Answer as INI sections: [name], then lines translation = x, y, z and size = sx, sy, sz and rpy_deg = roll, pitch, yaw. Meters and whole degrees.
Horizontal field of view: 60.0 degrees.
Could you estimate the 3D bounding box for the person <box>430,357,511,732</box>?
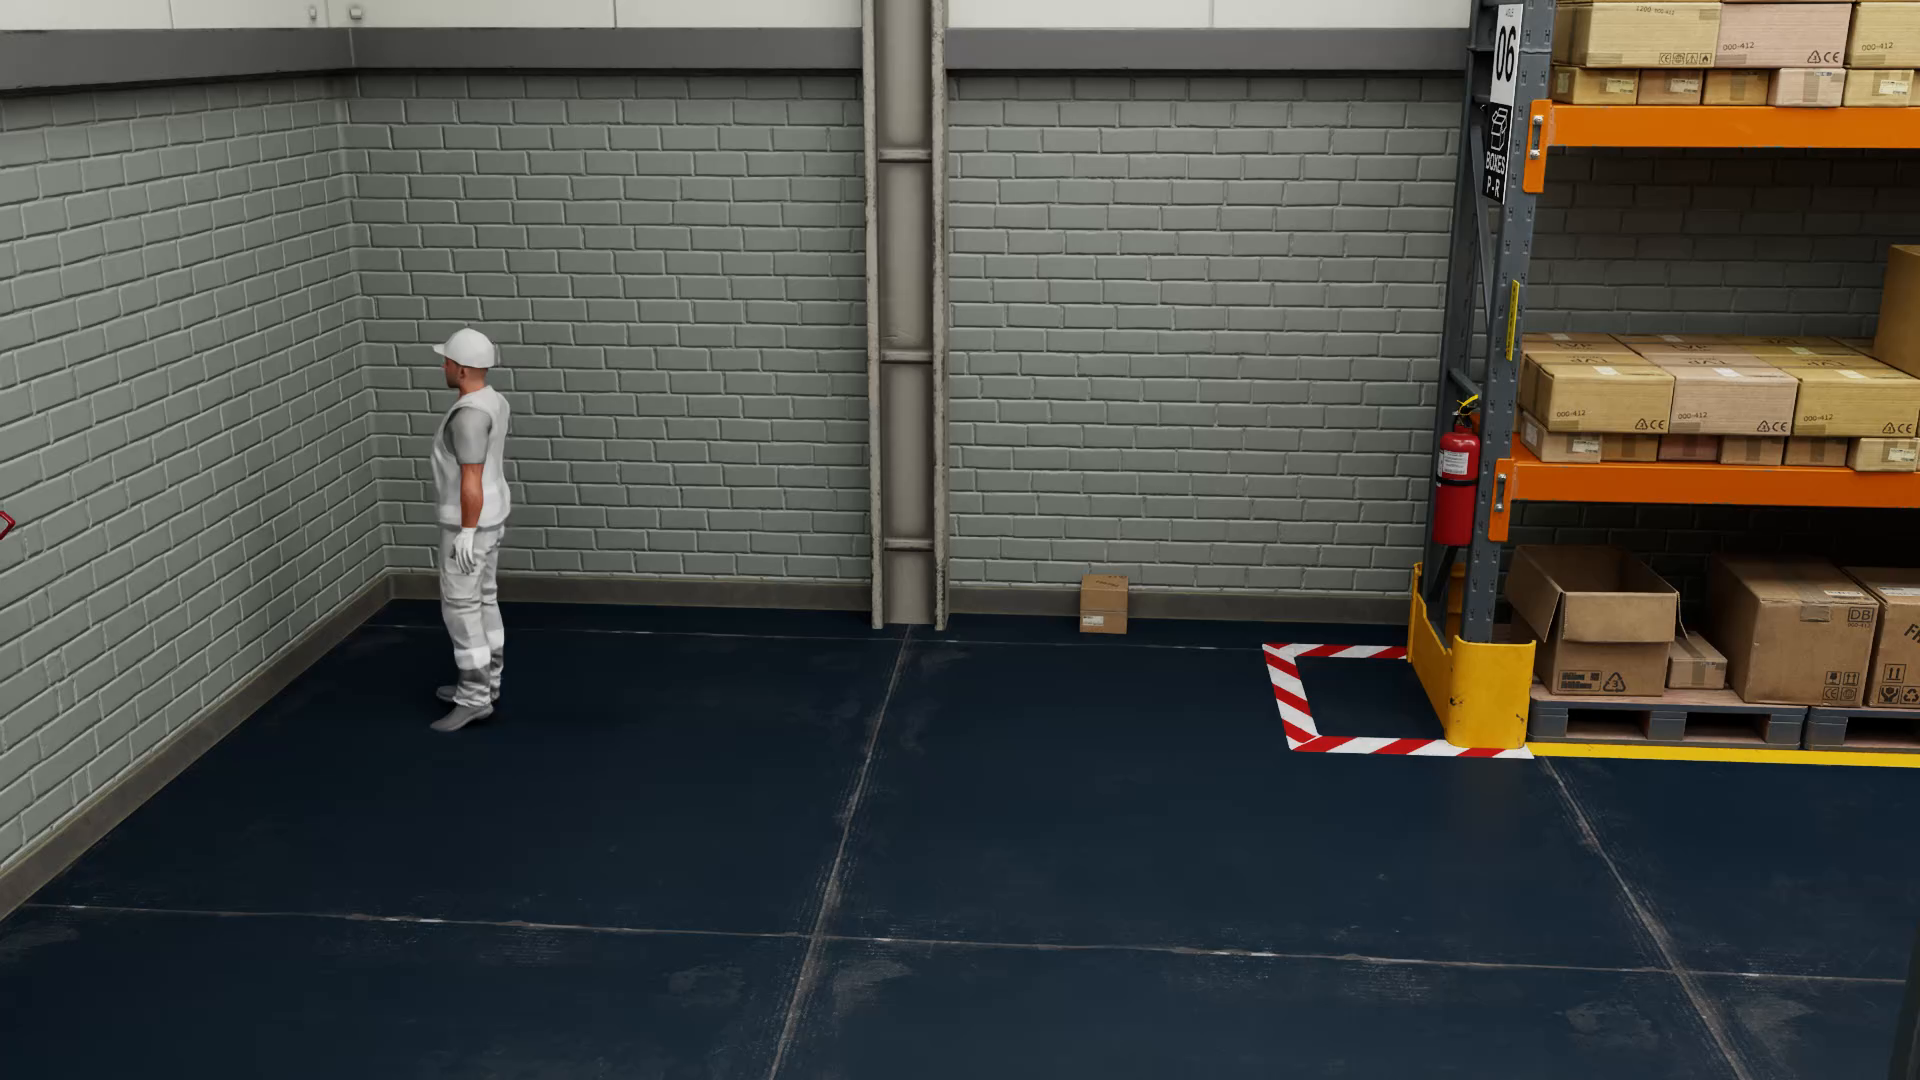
[person]
translation = -2.284, -0.028, 7.655
size = 0.446, 1.796, 0.591
rpy_deg = -1, 17, -2
